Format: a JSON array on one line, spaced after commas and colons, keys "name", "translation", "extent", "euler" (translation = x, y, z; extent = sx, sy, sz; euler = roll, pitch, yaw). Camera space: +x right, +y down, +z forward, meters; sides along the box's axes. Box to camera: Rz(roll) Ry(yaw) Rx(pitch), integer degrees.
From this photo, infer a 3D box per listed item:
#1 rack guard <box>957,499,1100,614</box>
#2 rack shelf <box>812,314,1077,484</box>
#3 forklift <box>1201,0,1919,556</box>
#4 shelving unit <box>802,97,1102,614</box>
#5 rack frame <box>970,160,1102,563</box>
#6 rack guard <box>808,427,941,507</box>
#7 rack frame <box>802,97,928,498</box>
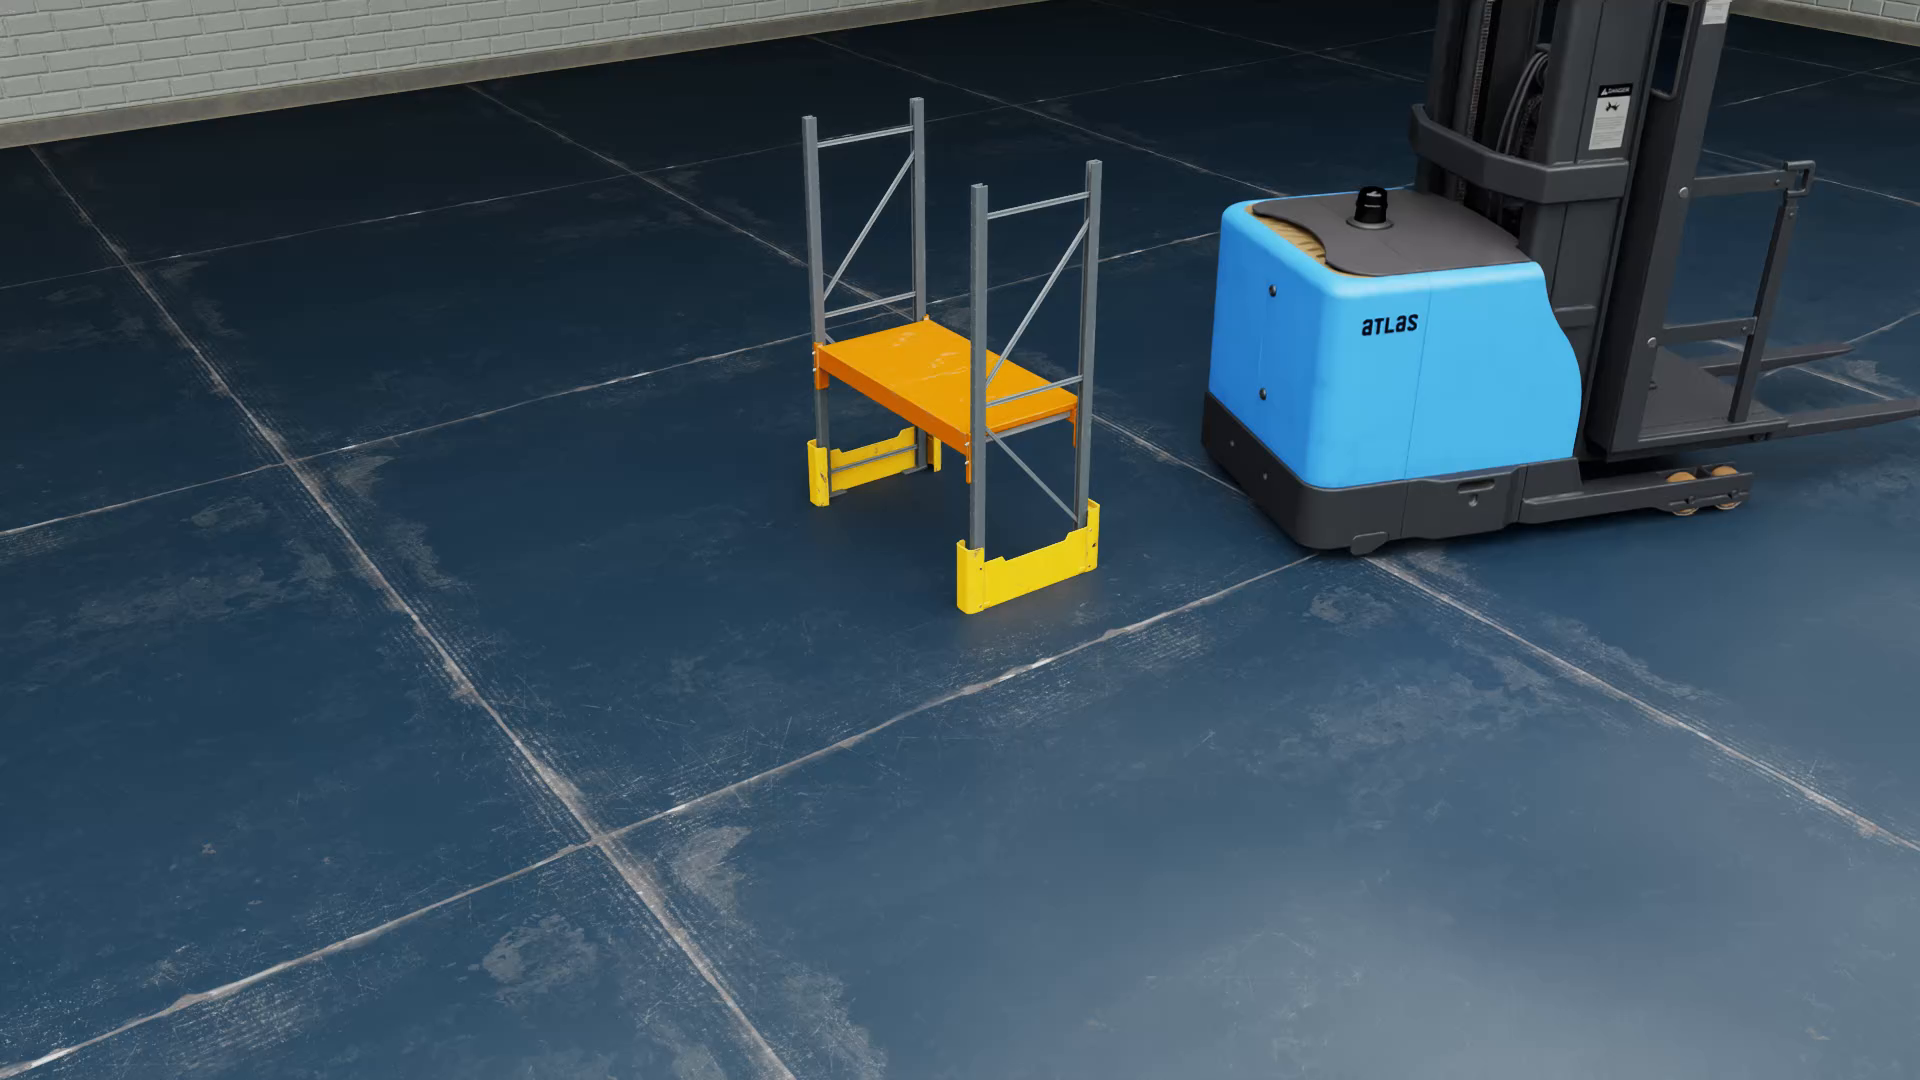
[{"name": "rack guard", "translation": [0.245, 0.054, 5.888], "extent": [0.587, 0.250, 0.087], "euler": [-19, 34, -31]}, {"name": "rack shelf", "translation": [-0.049, -0.534, 6.039], "extent": [0.538, 0.185, 1.000], "euler": [-19, 34, -31]}, {"name": "forklift", "translation": [2.566, -1.615, 6.152], "extent": [3.031, 2.935, 1.130], "euler": [-8, 29, -14]}, {"name": "shelving unit", "translation": [-0.044, -0.689, 5.947], "extent": [0.587, 1.500, 1.083], "euler": [-19, 34, -31]}, {"name": "rack frame", "translation": [0.245, -0.495, 5.589], "extent": [0.500, 1.500, 0.032], "euler": [-19, 34, -31]}, {"name": "rack guard", "translation": [-0.333, -0.333, 6.601], "extent": [0.587, 0.250, 0.087], "euler": [-19, 34, -31]}, {"name": "rack frame", "translation": [-0.344, -0.890, 6.317], "extent": [0.500, 1.500, 0.032], "euler": [-19, 34, -31]}]
